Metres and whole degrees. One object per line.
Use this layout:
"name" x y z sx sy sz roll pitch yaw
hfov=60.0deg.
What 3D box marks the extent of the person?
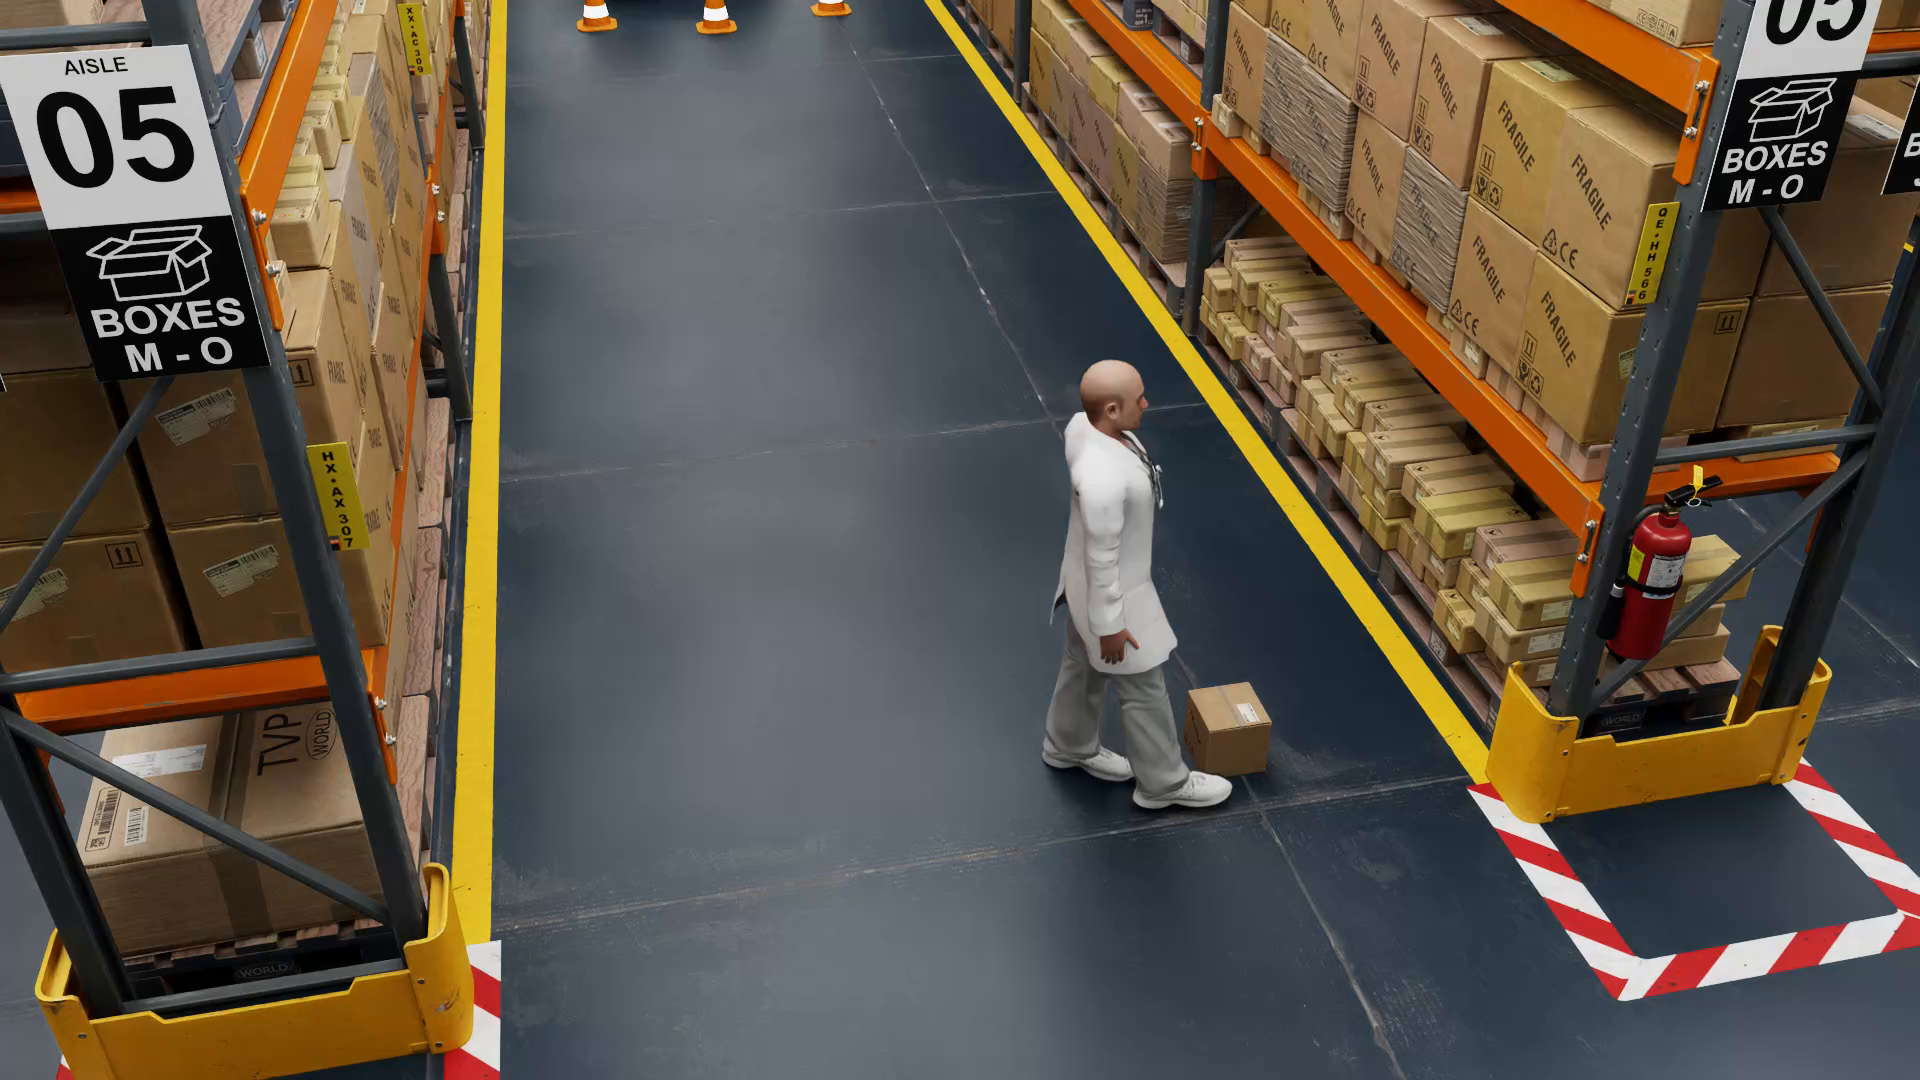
"person" 4.837 -3.933 12.001 10.118 1.777 14.618 -2 34 -4
